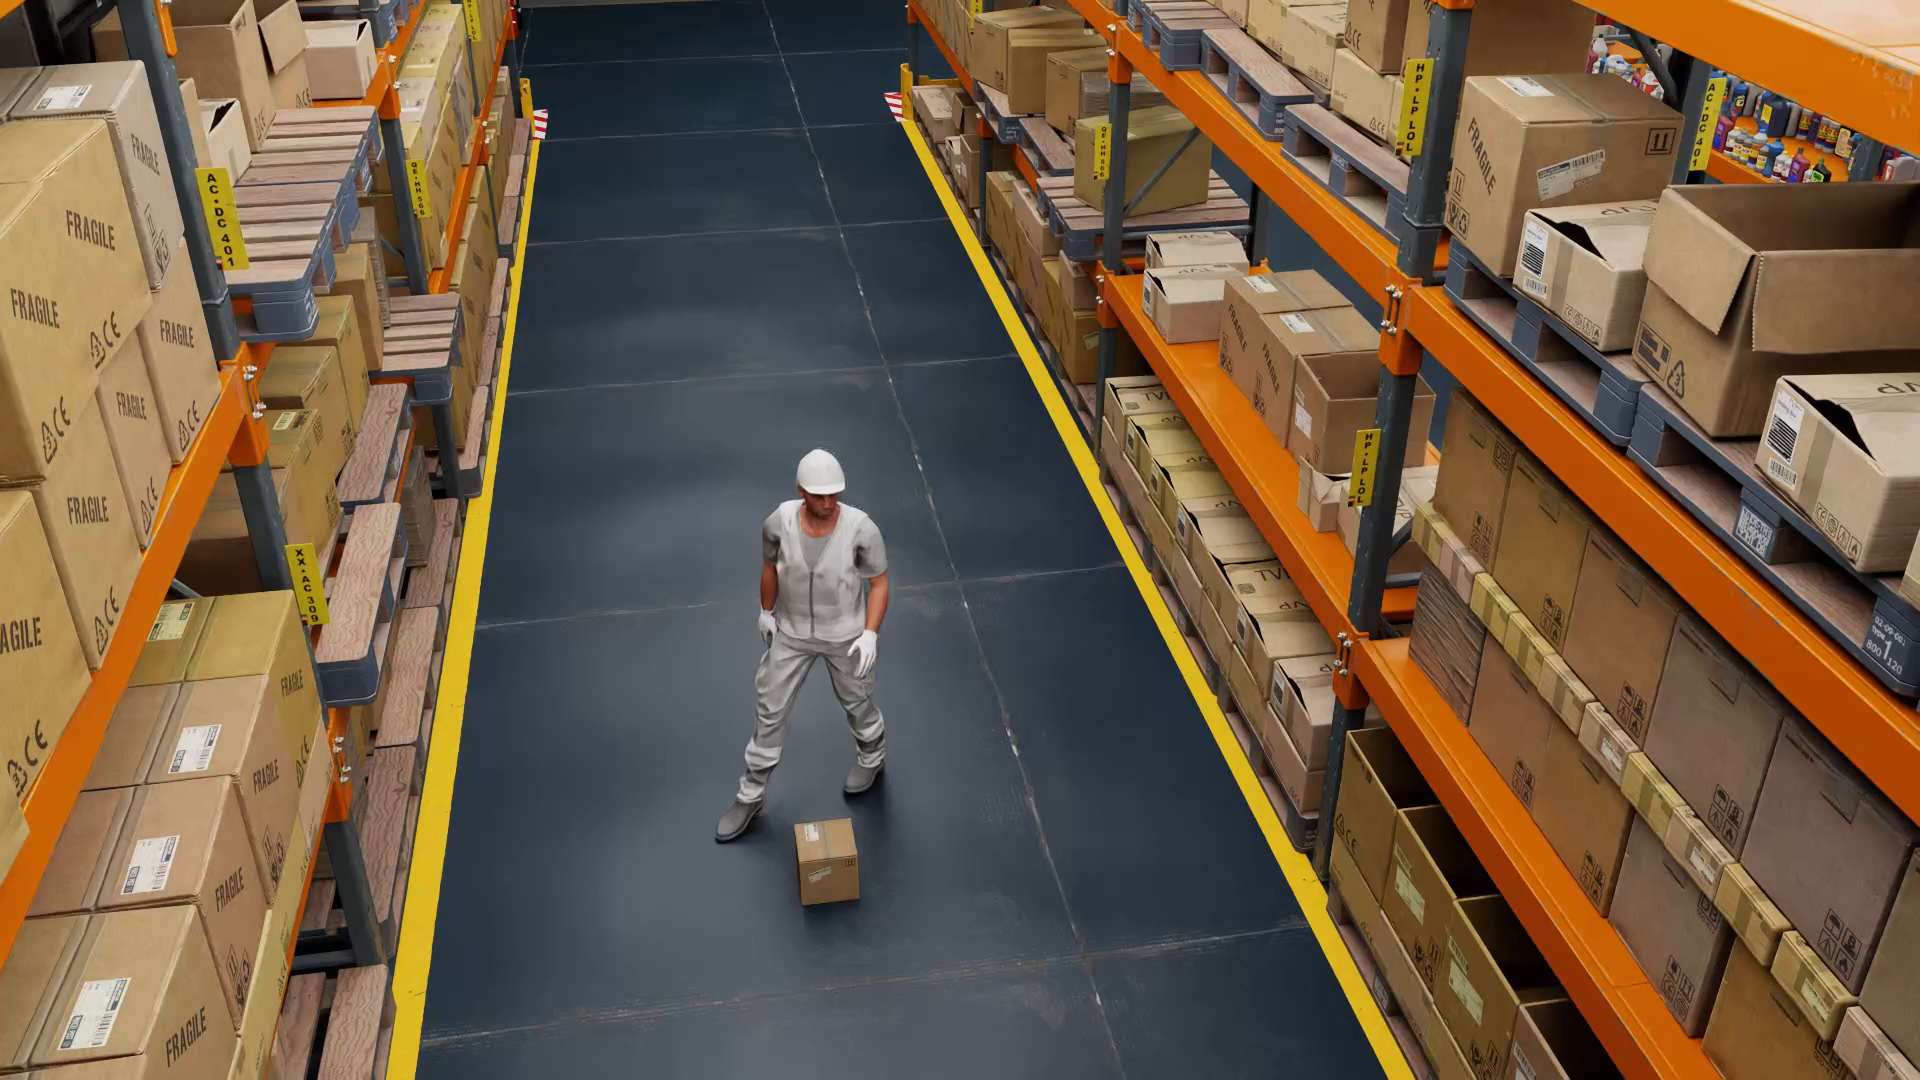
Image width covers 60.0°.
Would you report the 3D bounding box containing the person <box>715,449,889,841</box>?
[{"bbox_3d":[-0.698,0.456,7.318,0.740,1.767,0.719,5,31,9],"label":"person"}]
